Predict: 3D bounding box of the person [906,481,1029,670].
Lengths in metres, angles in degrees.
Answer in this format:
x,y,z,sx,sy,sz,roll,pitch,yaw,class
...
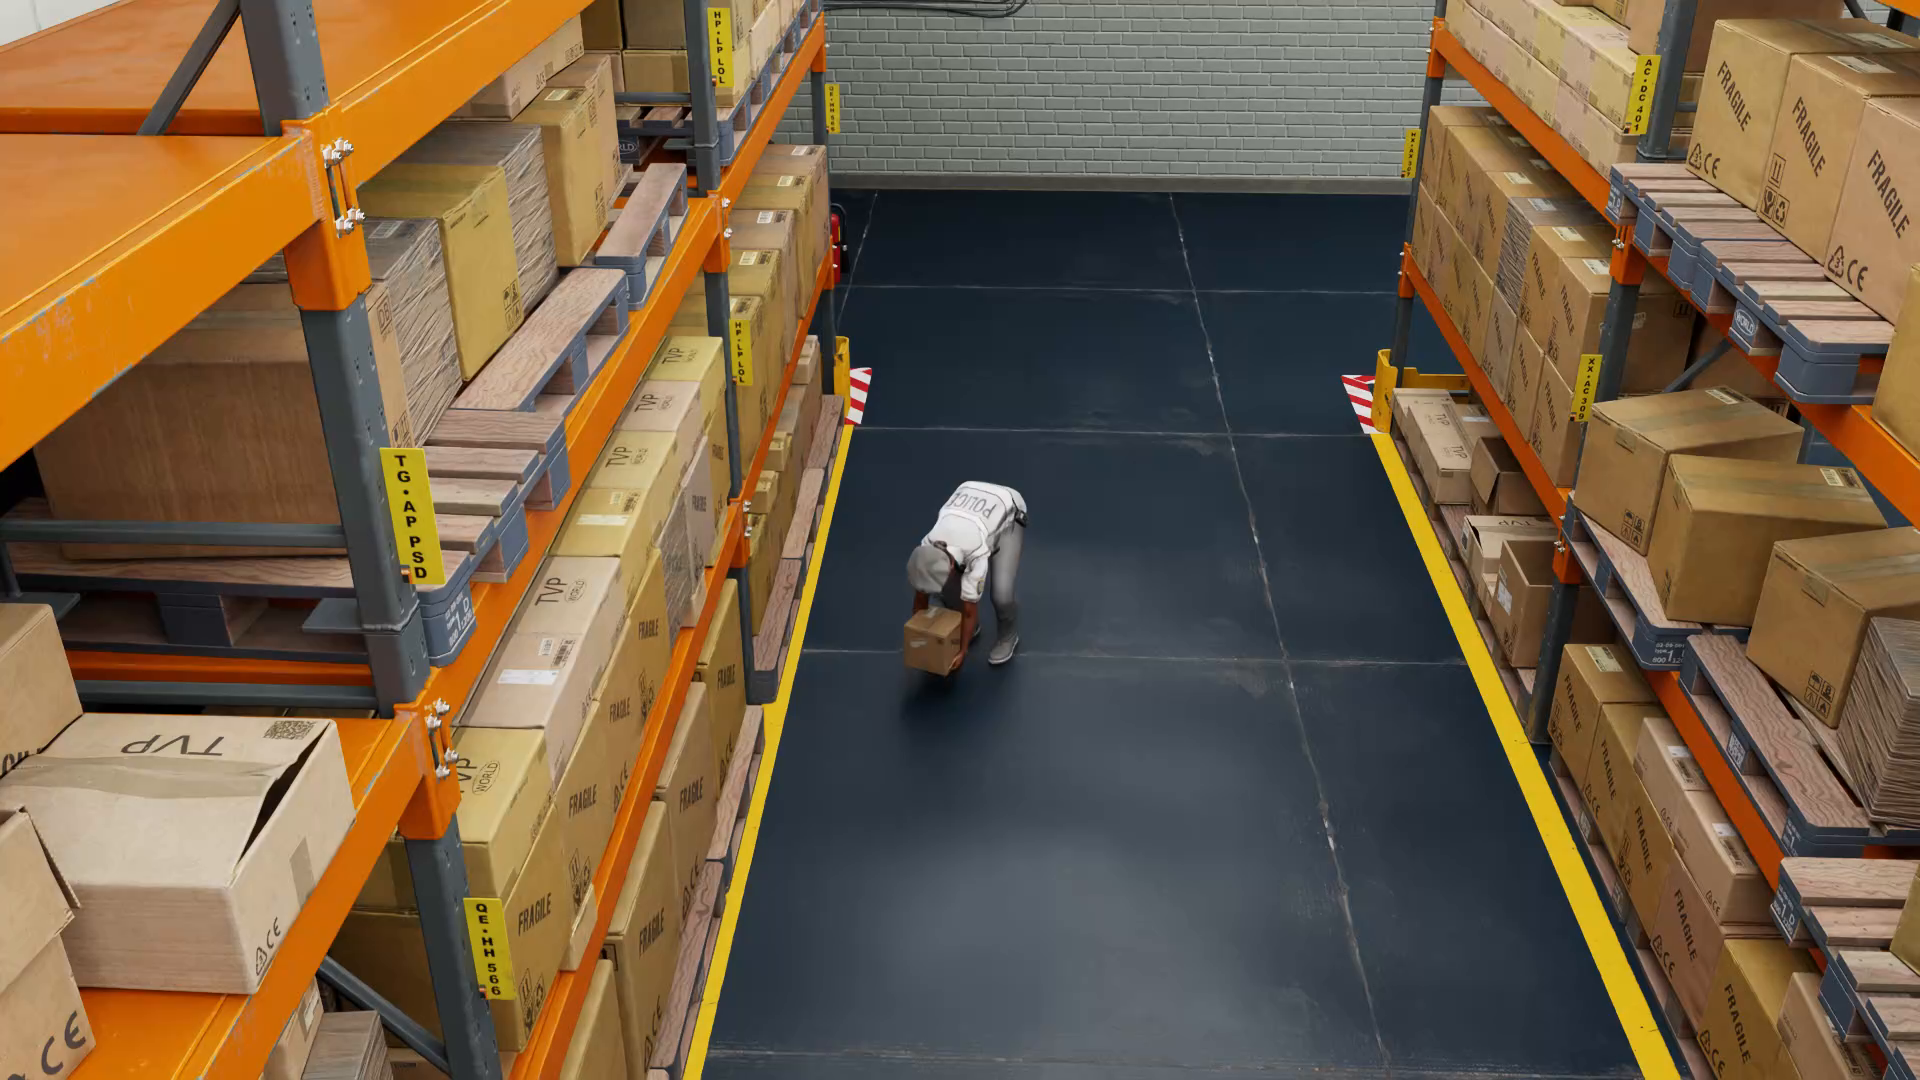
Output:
x,y,z,sx,sy,sz,roll,pitch,yaw,class
0.040,0.249,8.876,0.461,0.987,0.926,12,30,22,person
